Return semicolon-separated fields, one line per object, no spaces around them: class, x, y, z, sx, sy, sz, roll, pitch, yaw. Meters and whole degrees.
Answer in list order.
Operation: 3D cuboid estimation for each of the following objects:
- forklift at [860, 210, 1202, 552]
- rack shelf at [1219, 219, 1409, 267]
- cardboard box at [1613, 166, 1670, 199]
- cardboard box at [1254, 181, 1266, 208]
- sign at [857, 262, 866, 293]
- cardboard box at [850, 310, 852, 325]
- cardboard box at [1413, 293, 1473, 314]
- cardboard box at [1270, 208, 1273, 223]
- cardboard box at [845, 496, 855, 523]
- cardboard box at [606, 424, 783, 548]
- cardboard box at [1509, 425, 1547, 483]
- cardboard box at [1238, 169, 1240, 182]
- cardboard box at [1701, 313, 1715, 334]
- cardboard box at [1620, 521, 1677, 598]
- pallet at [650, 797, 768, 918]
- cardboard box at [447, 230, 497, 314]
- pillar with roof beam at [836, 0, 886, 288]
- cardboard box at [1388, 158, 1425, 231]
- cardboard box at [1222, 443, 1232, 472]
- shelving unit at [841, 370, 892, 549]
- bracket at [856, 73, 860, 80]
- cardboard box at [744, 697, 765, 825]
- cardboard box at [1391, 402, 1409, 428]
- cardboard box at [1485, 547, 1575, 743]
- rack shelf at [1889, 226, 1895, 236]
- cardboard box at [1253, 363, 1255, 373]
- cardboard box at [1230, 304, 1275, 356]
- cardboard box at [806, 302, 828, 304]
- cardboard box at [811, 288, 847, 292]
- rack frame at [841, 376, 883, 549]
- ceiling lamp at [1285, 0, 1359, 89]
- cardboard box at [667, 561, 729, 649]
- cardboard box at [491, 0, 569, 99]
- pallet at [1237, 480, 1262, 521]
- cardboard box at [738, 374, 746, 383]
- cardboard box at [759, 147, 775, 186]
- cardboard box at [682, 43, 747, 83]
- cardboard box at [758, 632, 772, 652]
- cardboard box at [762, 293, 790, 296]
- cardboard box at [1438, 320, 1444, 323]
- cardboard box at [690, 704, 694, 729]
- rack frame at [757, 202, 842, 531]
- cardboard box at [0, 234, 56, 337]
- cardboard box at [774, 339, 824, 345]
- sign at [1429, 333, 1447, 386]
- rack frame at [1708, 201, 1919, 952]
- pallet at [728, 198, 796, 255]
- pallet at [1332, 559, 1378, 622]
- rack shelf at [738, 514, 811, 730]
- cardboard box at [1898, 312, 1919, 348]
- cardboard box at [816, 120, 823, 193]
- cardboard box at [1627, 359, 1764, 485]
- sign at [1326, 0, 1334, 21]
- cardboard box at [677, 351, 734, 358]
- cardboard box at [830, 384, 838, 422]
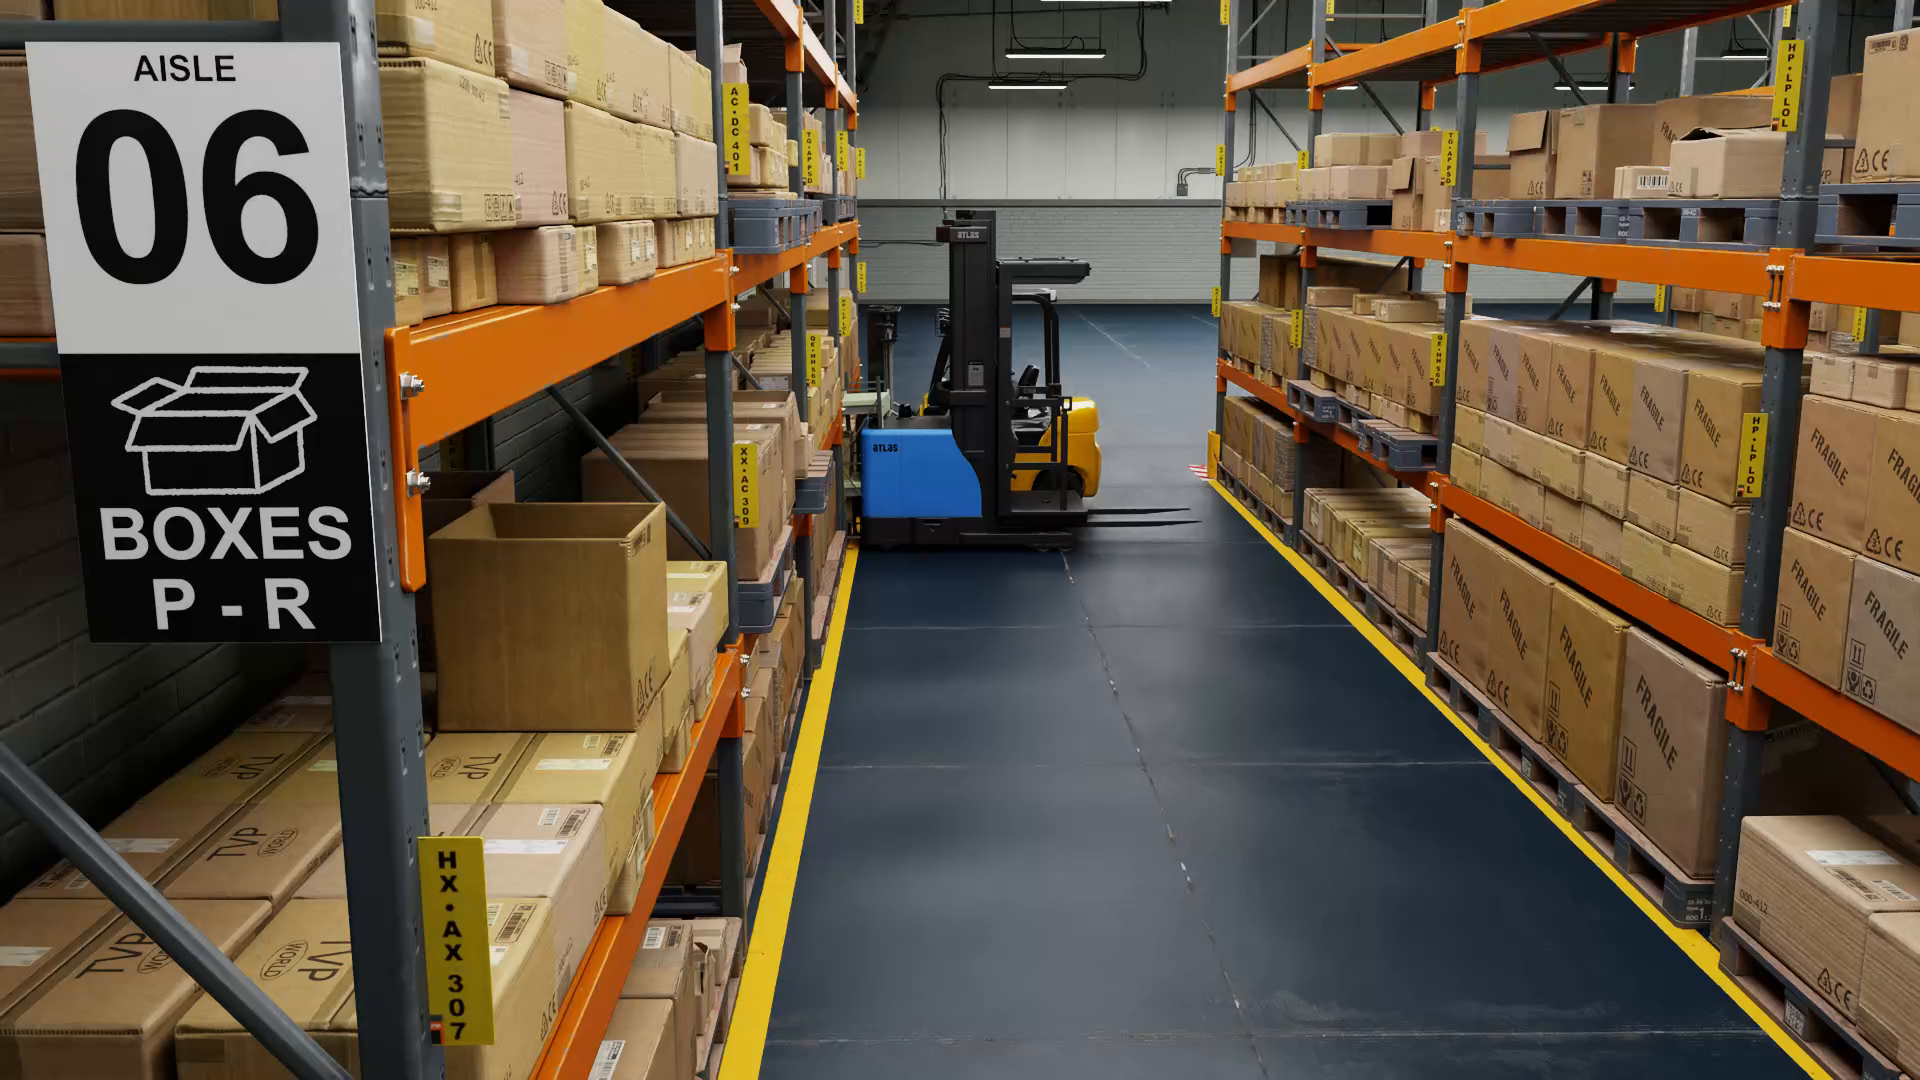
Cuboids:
forklift;0.624;-1.440;14.787;3.031;2.935;1.130;0;11;-2
rack shelf;3.391;-2.906;16.104;1.077;0.370;4.000;0;11;-1
cardboard box;3.408;-1.737;8.066;0.380;0.166;0.250;1;11;4
cardboard box;3.121;-3.323;15.978;0.500;0.250;0.500;0;11;0
sign;-1.070;-2.848;18.045;0.100;0.325;0.005;0;11;-1
cardboard box;-1.275;-2.209;16.522;0.380;0.149;0.250;0;11;-1
cardboard box;3.724;-1.827;12.835;0.380;0.149;0.250;-1;11;-4
cardboard box;3.184;-3.107;15.918;0.380;0.149;0.250;0;11;-2
cardboard box;-1.209;-0.326;14.979;0.500;0.250;0.500;0;11;-1
cardboard box;-1.162;-0.234;7.363;0.700;0.500;0.500;0;11;-1
cardboard box;3.286;-0.464;8.921;0.500;0.250;0.500;0;11;-1
cardboard box;3.153;-3.852;17.586;0.380;0.149;0.250;0;11;-2
cardboard box;8.383;-2.117;17.574;0.875;0.550;0.550;0;11;-1
cardboard box;3.327;0.083;7.481;0.500;0.250;0.500;0;11;-2
pallet;-1.420;1.426;7.502;1.003;0.211;1.213;0;11;-1
cardboard box;-1.076;-0.499;3.061;0.380;0.149;0.250;0;11;-1
pillar with roof beam;1.308;-9.751;40.492;9.100;9.000;0.548;0;11;-1
cardboard box;3.455;-2.420;11.637;0.797;0.503;0.637;0;11;-1
cardboard box;3.090;-0.883;17.726;0.500;0.250;0.500;0;11;-2
shelving unit;-0.836;-0.729;14.809;0.431;1.500;0.755;-2;10;3
bracket;-2.703;-12.097;43.002;0.076;0.066;4.783;0;11;-1
cardboard box;-1.171;1.037;7.635;0.500;0.500;0.500;0;11;-2
cardboard box;3.145;-0.846;11.259;0.380;0.149;0.250;0;11;-2
cardboard box;3.460;0.555;9.069;0.875;0.875;0.875;0;11;0
rack shelf;8.420;-2.151;12.384;1.077;0.370;4.000;0;11;-1
cardboard box;3.157;-1.737;16.710;0.380;0.149;0.250;0;11;1
cardboard box;3.096;-2.183;17.274;0.500;0.500;0.500;0;11;1
cardboard box;-1.253;-2.101;15.240;0.380;0.149;0.250;0;11;0
cardboard box;-1.395;-2.607;17.736;0.380;0.149;0.250;0;11;-1
rack frame;-0.854;-0.664;14.449;0.400;1.500;0.023;-2;10;3
ceiling lamp;9.097;-13.069;42.164;2.000;3.185;0.800;0;11;-1
cardboard box;-1.111;0.248;5.920;0.500;0.250;0.500;0;11;0
cardboard box;-1.032;-0.962;3.085;0.500;0.250;0.500;0;11;-2
pallet;3.355;-0.401;16.504;1.003;0.211;1.213;0;11;-1
cardboard box;-1.755;-1.036;11.739;0.500;0.250;0.500;0;11;-2
cardboard box;-0.944;-1.494;6.659;0.380;0.149;0.250;0;11;-1
cardboard box;-1.022;-1.791;6.335;0.396;0.266;0.258;0;11;-2
cardboard box;-1.185;0.487;8.712;0.380;0.149;0.250;-1;11;-4
cardboard box;-1.808;-2.404;16.733;0.380;0.149;0.250;0;11;1
cardboard box;3.701;-1.296;11.847;0.500;0.500;0.500;0;11;0
cardboard box;-1.071;0.561;5.380;0.380;0.149;0.250;0;11;0
rack frame;-1.530;-1.370;14.267;1.000;3.000;0.127;0;11;-1
cardboard box;-1.520;-0.394;2.545;0.380;0.149;0.250;0;11;0
cardboard box;-1.245;-1.466;12.856;0.380;0.149;0.250;-1;11;-3
sign;2.972;-1.120;10.325;0.100;0.325;0.005;0;11;-1
rack frame;3.597;0.199;6.533;1.000;3.000;0.127;0;11;-1
pallet;-1.308;-1.287;6.789;1.213;0.211;1.003;0;11;-1
pallet;3.478;0.373;12.687;1.003;0.211;1.213;0;11;-1
rack shelf;-1.406;0.175;8.460;1.077;0.370;4.000;0;11;-1
cardboard box;8.395;-1.872;13.975;0.700;0.500;0.500;0;11;-2
cardboard box;-1.240;-2.696;11.700;0.500;0.500;0.500;0;11;0
cardboard box;3.319;-0.530;7.363;0.500;0.500;0.500;0;11;0
sign;3.905;-5.660;17.577;0.100;0.325;0.005;0;11;-1
cardboard box;-1.809;-1.259;11.837;0.380;0.149;0.250;0;11;-2
cardboard box;-1.242;-1.097;13.301;0.500;0.250;0.500;0;11;-1
